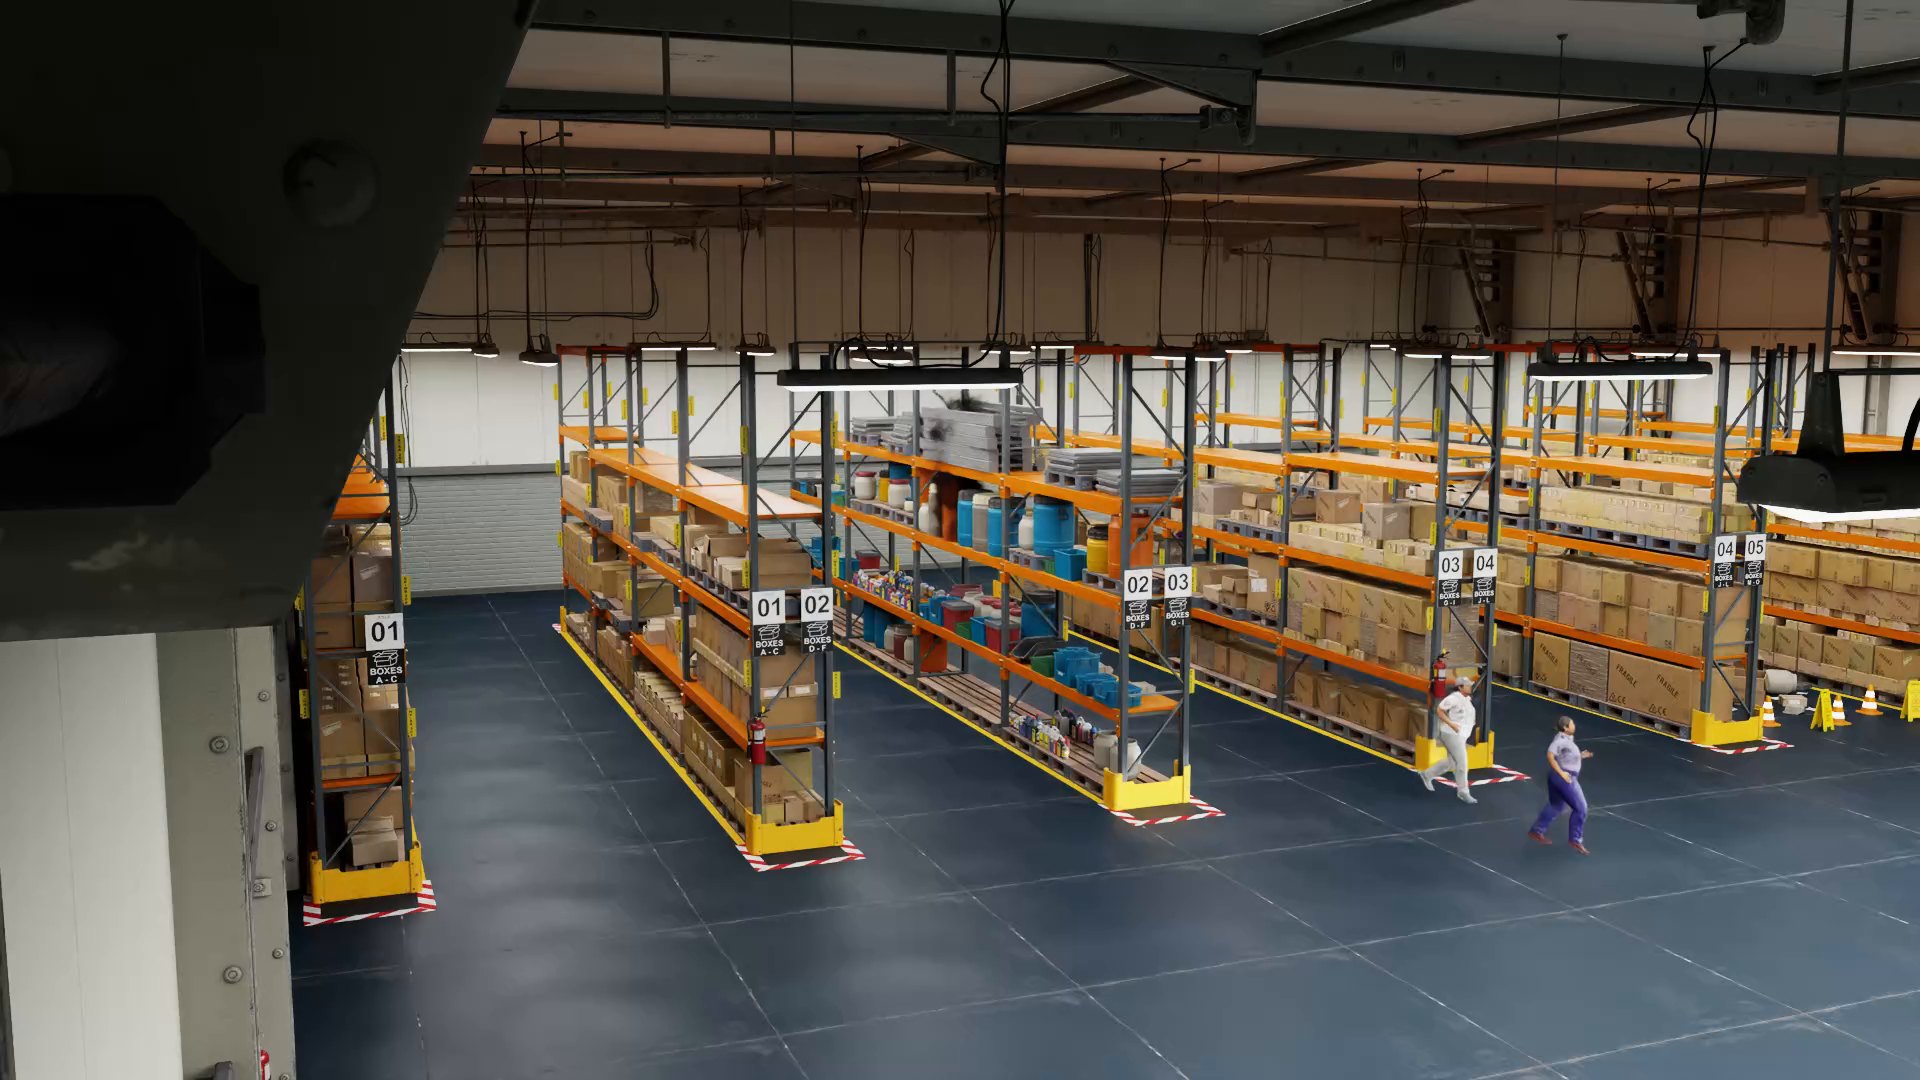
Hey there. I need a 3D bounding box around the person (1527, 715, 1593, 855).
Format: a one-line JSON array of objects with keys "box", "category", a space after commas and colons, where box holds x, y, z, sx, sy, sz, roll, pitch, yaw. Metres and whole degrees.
[{"box": [7.305, 2.963, 20.187, 0.722, 1.701, 0.588, 1, 7, 7], "category": "person"}]

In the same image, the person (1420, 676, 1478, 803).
[{"box": [6.734, 2.668, 22.620, 0.866, 1.665, 0.634, 6, 9, 39], "category": "person"}]

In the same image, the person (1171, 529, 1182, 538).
[{"box": [5.398, 0.222, 41.510, 0.602, 1.680, 0.808, -3, 8, -24], "category": "person"}]
